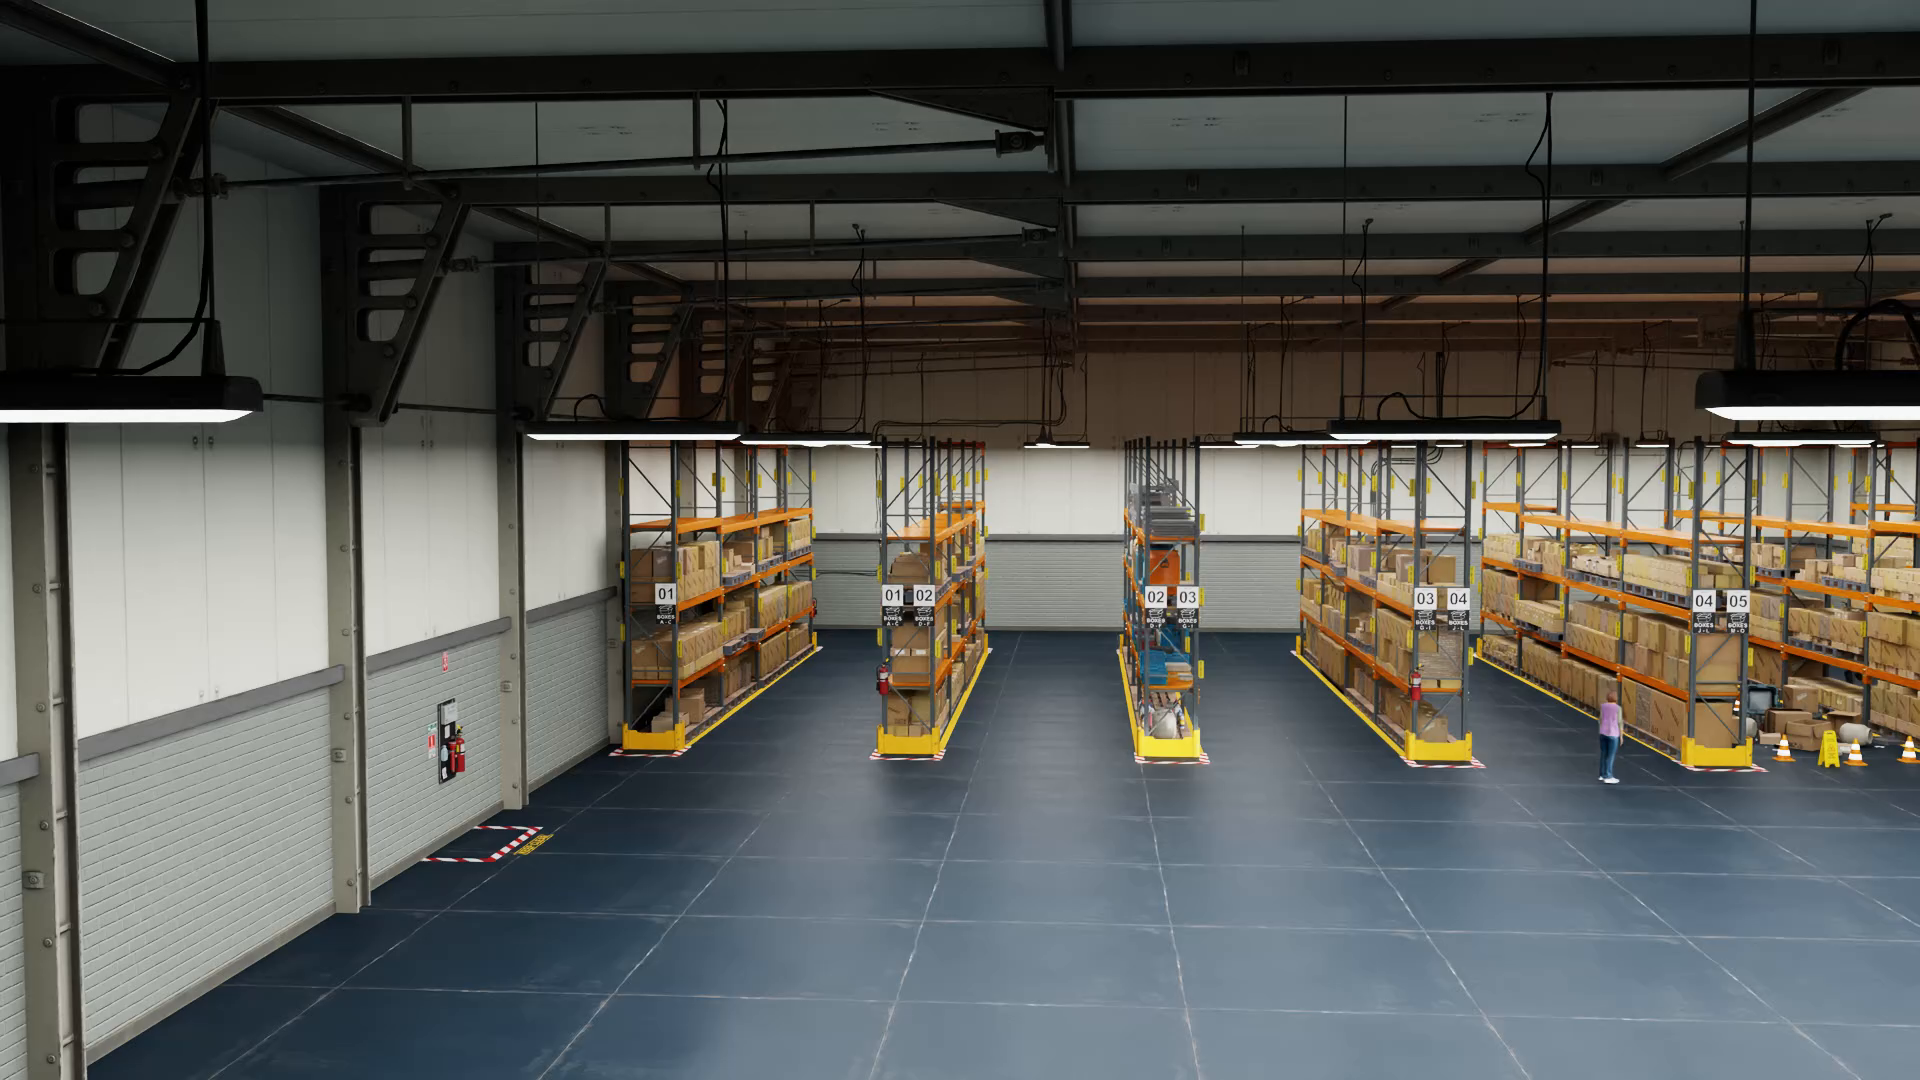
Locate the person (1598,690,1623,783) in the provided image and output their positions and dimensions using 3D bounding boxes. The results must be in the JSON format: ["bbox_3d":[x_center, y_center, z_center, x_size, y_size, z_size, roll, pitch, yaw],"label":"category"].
[{"bbox_3d":[11.228,3.386,28.668,0.388,1.612,0.432,-3,4,-40],"label":"person"}]

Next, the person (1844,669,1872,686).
[{"bbox_3d":[21.266,2.855,39.441,0.477,1.532,0.742,-1,3,-22],"label":"person"}]
